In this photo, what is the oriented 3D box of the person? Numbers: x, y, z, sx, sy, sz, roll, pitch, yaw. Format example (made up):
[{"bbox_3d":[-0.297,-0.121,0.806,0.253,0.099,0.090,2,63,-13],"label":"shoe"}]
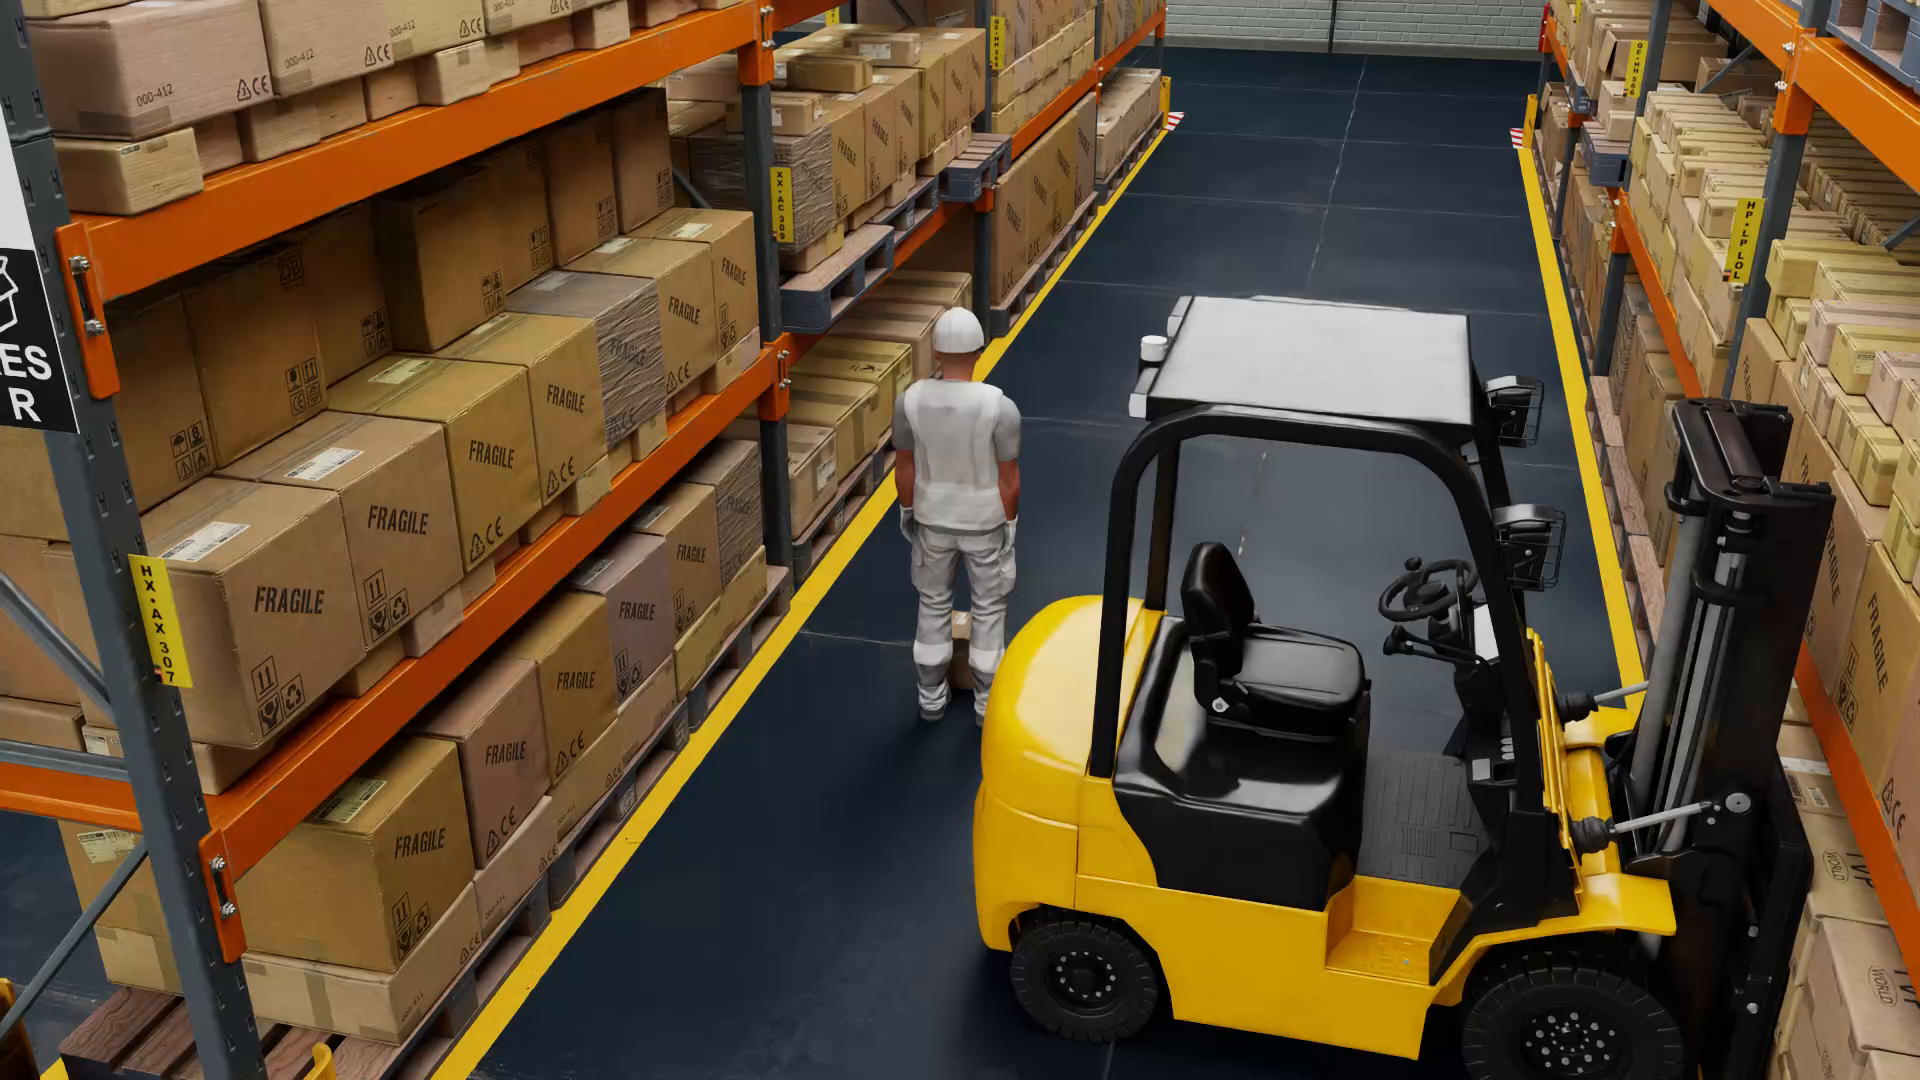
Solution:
[{"bbox_3d":[-0.004,-0.080,6.754,0.525,1.783,0.341,6,26,13],"label":"person"}]
